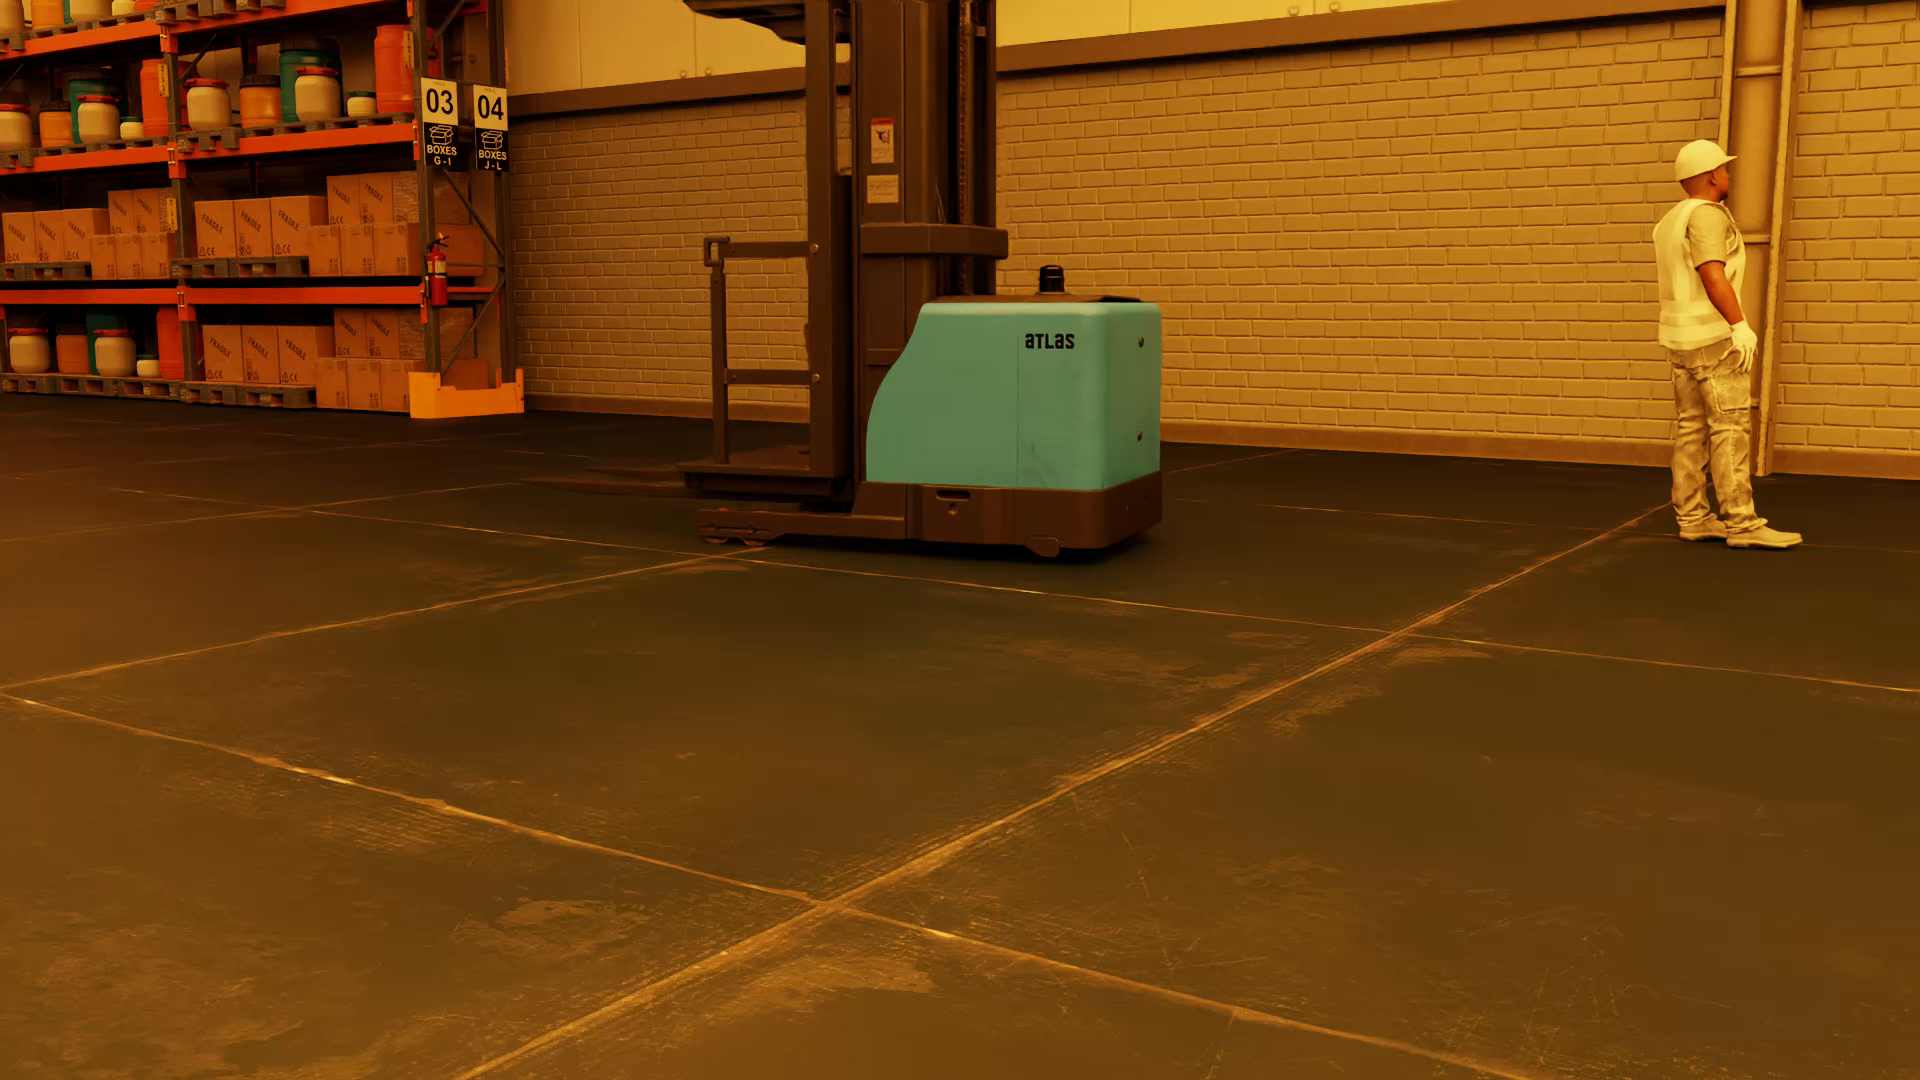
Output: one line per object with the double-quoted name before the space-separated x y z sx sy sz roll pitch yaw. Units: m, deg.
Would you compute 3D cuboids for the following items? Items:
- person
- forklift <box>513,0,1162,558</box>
"person" 3.416 -0.884 7.443 0.577 1.782 0.655 0 8 2
"forklift" -0.638 -1.485 7.638 3.031 2.935 1.130 3 9 21
